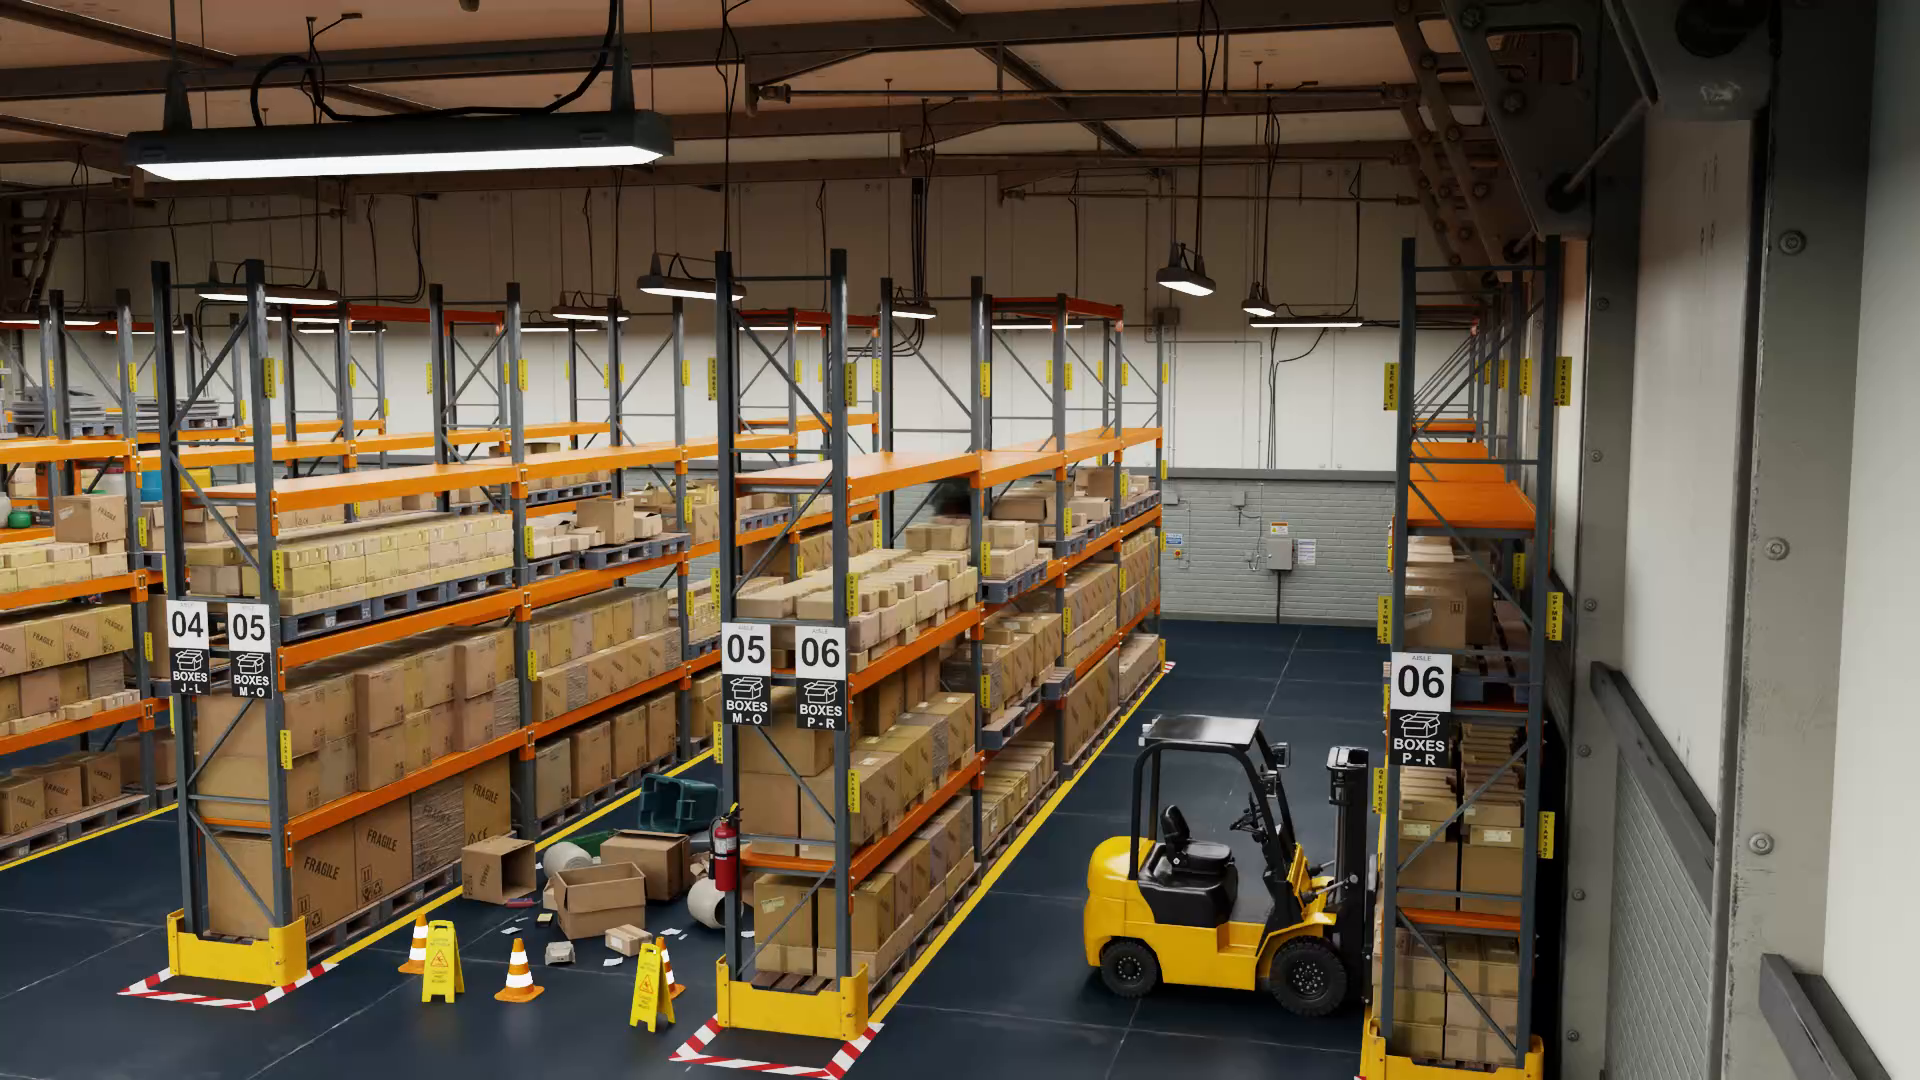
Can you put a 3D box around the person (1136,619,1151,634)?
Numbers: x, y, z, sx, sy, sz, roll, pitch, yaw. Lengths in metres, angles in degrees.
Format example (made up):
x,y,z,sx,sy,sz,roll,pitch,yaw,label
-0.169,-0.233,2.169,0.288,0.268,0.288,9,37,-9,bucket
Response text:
x,y,z,sx,sy,sz,roll,pitch,yaw,label
2.987,1.150,29.560,0.934,1.776,0.759,6,8,43,person
